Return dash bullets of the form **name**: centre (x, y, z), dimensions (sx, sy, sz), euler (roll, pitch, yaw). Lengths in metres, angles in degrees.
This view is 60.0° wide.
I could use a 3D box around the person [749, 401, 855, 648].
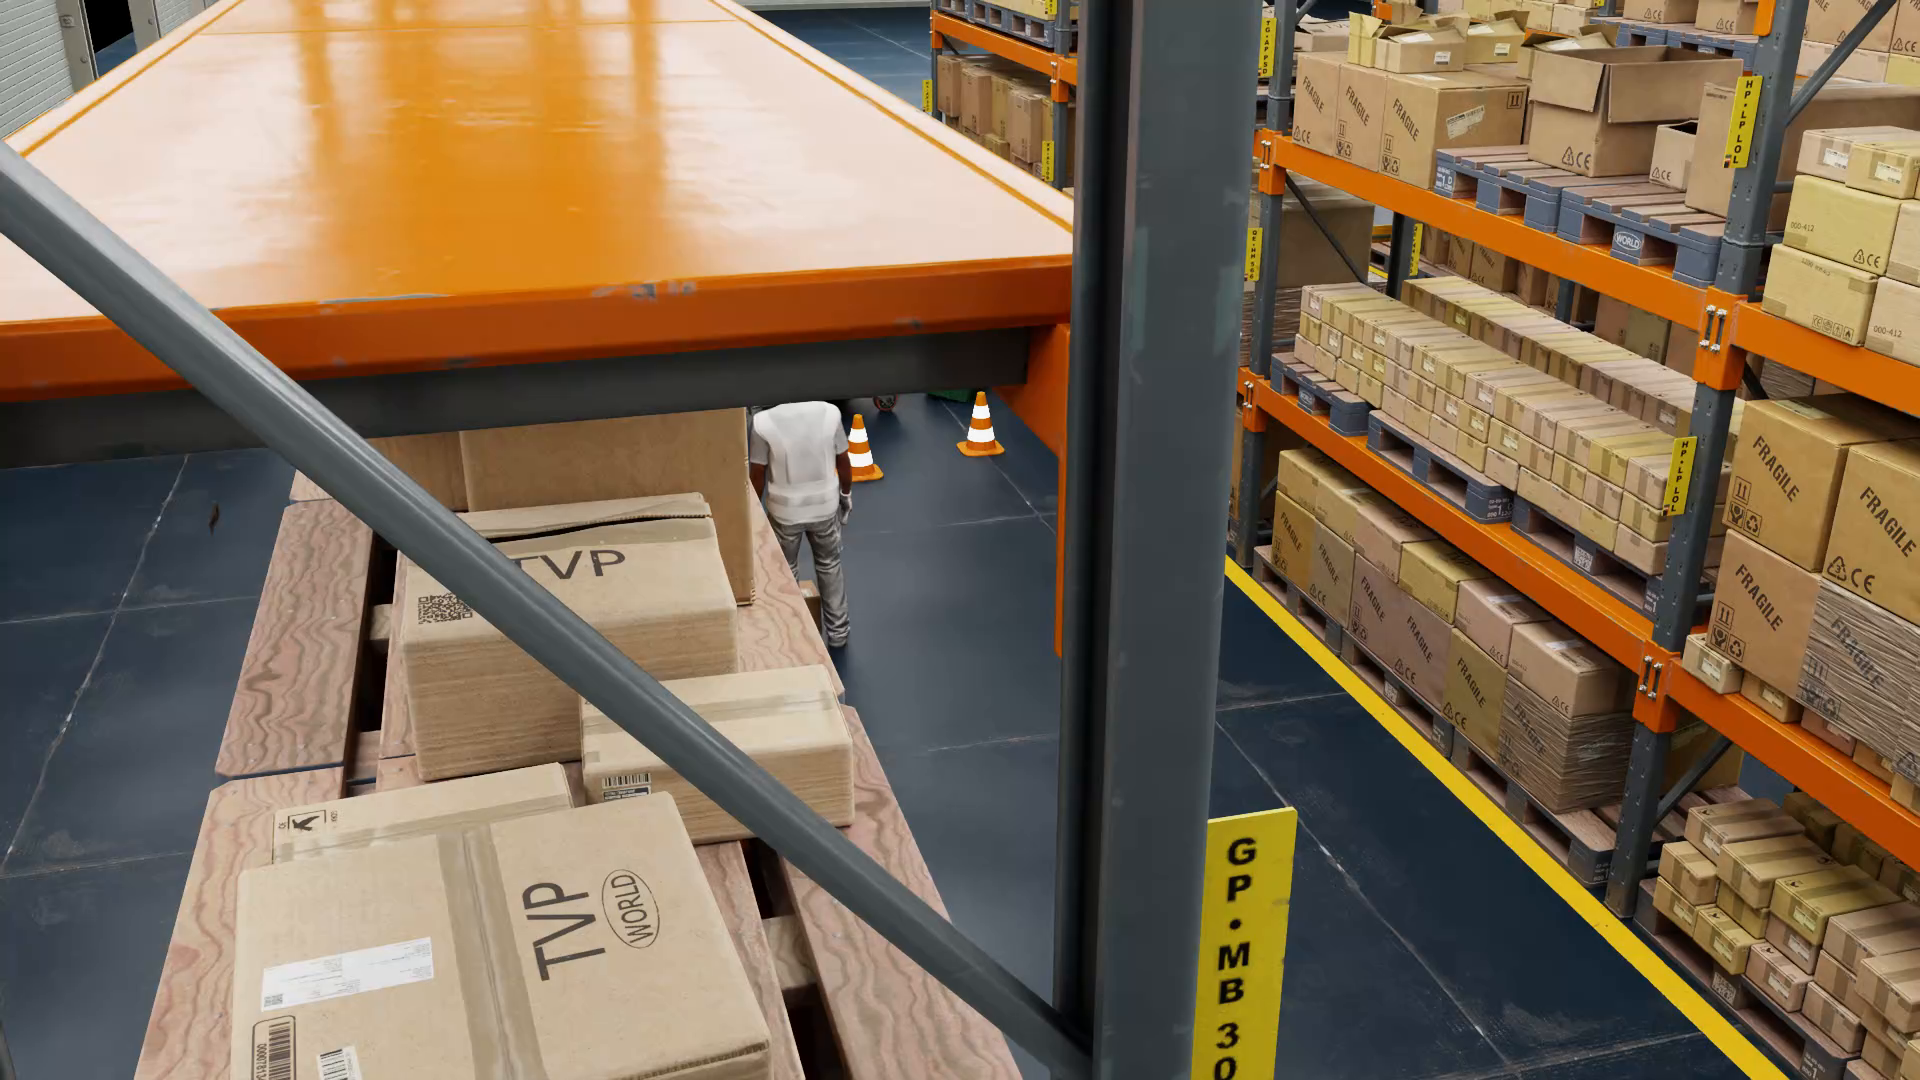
- **person**: centre (-0.904, -0.202, 9.563), dimensions (0.618, 1.774, 0.447), euler (-6, 23, -14)
